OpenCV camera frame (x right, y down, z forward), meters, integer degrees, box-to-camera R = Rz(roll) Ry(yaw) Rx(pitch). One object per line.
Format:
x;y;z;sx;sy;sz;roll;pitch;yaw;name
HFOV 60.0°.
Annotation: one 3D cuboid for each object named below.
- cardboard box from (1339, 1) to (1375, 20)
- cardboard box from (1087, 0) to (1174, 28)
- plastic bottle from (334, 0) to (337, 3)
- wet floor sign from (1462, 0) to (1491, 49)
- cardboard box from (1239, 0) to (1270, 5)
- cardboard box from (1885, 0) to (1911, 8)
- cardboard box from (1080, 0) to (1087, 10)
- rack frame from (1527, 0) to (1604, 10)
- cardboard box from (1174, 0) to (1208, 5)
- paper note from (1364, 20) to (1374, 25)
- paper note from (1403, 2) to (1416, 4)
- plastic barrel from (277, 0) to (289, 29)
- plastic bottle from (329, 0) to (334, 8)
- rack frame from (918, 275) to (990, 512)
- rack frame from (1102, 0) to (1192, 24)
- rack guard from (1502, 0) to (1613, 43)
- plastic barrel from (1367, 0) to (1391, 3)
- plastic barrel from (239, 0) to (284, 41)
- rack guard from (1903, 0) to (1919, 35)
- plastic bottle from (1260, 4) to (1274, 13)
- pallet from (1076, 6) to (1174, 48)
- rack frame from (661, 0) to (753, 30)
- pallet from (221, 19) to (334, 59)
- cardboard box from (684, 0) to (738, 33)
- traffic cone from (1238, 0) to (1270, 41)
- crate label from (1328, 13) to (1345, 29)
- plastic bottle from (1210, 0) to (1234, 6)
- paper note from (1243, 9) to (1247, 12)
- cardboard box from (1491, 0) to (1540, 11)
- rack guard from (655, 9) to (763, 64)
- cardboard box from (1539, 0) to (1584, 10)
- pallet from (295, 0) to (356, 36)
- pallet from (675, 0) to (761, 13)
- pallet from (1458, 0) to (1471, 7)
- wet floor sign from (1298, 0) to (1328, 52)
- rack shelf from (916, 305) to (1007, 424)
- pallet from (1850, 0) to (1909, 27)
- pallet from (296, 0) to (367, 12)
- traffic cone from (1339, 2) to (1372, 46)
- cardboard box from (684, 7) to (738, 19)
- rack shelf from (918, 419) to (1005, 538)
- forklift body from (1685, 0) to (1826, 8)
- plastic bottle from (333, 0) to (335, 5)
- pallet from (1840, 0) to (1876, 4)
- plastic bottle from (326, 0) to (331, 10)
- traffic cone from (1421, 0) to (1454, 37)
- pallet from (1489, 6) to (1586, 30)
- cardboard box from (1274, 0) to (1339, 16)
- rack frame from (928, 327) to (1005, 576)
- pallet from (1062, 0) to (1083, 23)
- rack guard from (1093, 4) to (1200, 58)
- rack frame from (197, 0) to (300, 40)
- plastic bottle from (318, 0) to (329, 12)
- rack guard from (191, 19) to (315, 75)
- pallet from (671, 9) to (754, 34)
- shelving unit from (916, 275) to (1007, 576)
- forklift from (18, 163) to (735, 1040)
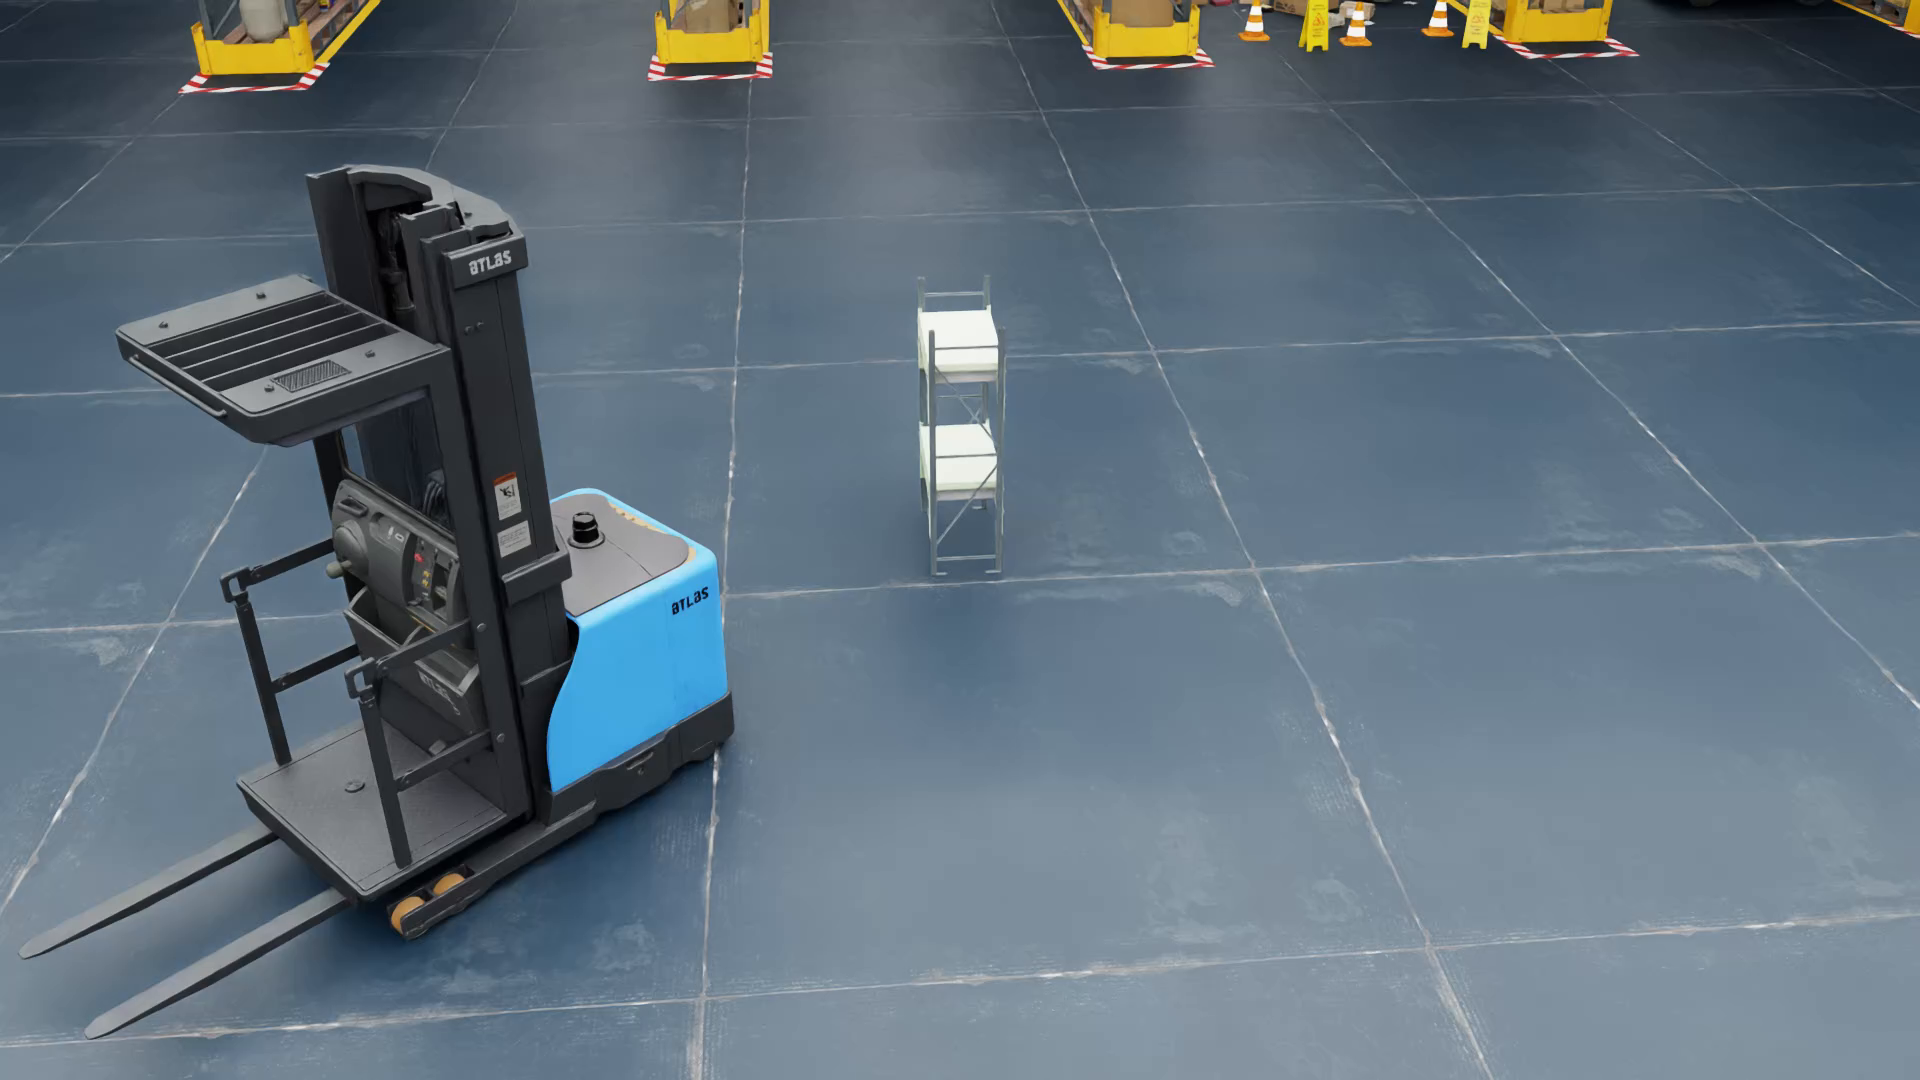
4.910;-6.550;20.570;0.380;0.149;0.250;13;33;21;cardboard box
1.995;-6.524;19.410;0.875;0.875;0.875;-3;31;-4;cardboard box
-7.655;-6.674;20.230;0.097;0.271;0.097;0;31;0;plastic bottle
5.996;-6.043;19.237;0.267;0.644;0.232;8;32;13;wet floor sign
3.745;-6.992;21.197;0.396;0.266;0.258;2;31;4;cardboard box
11.626;-6.666;20.257;0.500;0.250;0.500;-3;31;-4;cardboard box
1.911;-6.973;20.162;0.875;0.875;0.875;-3;31;-5;cardboard box
7.043;-7.202;18.882;1.000;3.000;0.127;-3;31;-5;rack frame
2.917;-7.140;21.213;0.500;0.500;0.500;2;31;4;cardboard box
4.973;-6.314;20.291;0.148;0.019;0.142;-14;33;-22;paper note
5.735;-6.848;21.185;0.142;0.019;0.148;-14;33;-22;paper note
-7.939;-6.190;19.205;0.421;0.512;0.421;0;31;0;plastic barrel
-7.617;-6.569;20.043;0.061;0.283;0.133;-2;31;-4;plastic bottle
-0.034;-0.827;9.673;0.400;1.500;0.023;-3;31;-5;rack frame
2.124;-6.913;18.398;1.000;3.000;0.127;-3;31;-5;rack frame
7.036;-6.167;19.588;1.175;0.500;0.348;-3;31;-5;rack guard
5.343;-7.078;21.186;0.512;0.421;0.421;20;36;29;plastic barrel
-7.892;-5.934;18.776;0.421;0.512;0.421;0;31;0;plastic barrel
11.987;-6.356;19.903;1.175;0.500;0.348;-3;31;-5;rack guard
3.806;-6.677;20.869;0.133;0.061;0.283;-14;33;-22;plastic bottle
1.972;-6.120;19.791;1.003;0.211;1.213;-3;31;-5;pallet
-2.823;-6.727;18.087;1.000;3.000;0.127;-3;31;-5;rack frame
-7.879;-5.744;19.161;1.003;0.211;1.213;-3;31;-5;pallet
-2.865;-6.154;19.155;0.500;0.500;0.500;3;31;5;cardboard box
3.489;-6.163;19.617;0.336;0.463;0.334;-3;31;-5;traffic cone
4.510;-6.302;20.167;0.250;0.136;0.298;-20;36;-30;crate label
3.336;-6.843;21.146;0.283;0.061;0.133;-14;33;-22;plastic bottle
3.565;-6.647;20.868;0.032;0.001;0.123;13;33;21;paper note
6.698;-6.614;20.169;0.500;0.250;0.500;-3;31;-5;cardboard box
-2.831;-5.692;18.793;1.175;0.500;0.348;-3;31;-5;rack guard
7.243;-6.627;20.191;0.500;0.250;0.500;-3;31;-5;cardboard box
-7.990;-6.365;20.201;1.003;0.211;1.213;-3;31;-5;pallet
-2.982;-6.606;20.604;1.003;0.211;1.213;-3;31;-5;pallet
6.885;-7.081;21.399;1.003;0.211;1.213;-3;31;-5;pallet
4.098;-5.982;19.136;0.267;0.644;0.232;-8;32;-13;wet floor sign
0.001;-0.976;9.160;0.431;0.370;0.720;-3;31;-5;rack shelf
11.872;-6.633;20.648;1.003;0.211;1.213;-3;31;-5;pallet
-8.107;-6.990;21.246;1.003;0.211;1.213;-3;31;-5;pallet
4.645;-6.043;19.417;0.336;0.463;0.334;-3;31;-5;traffic cone
-2.955;-6.457;19.663;0.500;0.500;0.500;5;31;8;cardboard box
0.001;-0.361;9.527;0.431;0.370;0.720;-3;31;-5;rack shelf
9.991;-7.958;20.975;2.313;2.155;1.214;-3;31;-5;forklift body
-7.646;-6.623;20.144;0.097;0.271;0.097;0;31;0;plastic bottle
11.761;-7.254;21.689;1.003;0.211;1.213;-3;31;-5;pallet
-7.624;-6.471;19.957;0.097;0.201;0.097;0;31;0;plastic bottle
5.719;-6.270;19.796;0.336;0.463;0.334;-3;31;-5;traffic cone
6.995;-6.460;20.359;1.003;0.211;1.213;-3;31;-5;pallet
4.359;-6.905;20.820;0.637;0.503;0.797;27;40;37;cardboard box
0.035;-0.454;9.047;0.400;1.500;0.023;-3;31;-5;rack frame
1.861;-6.742;20.831;1.003;0.211;1.213;-3;31;-5;pallet
2.127;-5.827;19.019;1.175;0.500;0.348;-3;31;-5;rack guard
-7.755;-6.490;17.690;1.000;3.000;0.127;-3;31;-5;rack frame
-7.614;-6.448;19.851;0.097;0.271;0.097;0;31;0;plastic bottle
-7.809;-5.453;18.392;1.175;0.500;0.348;-3;31;-5;rack guard
-2.871;-5.985;19.564;1.003;0.211;1.213;-3;31;-5;pallet
0.001;-0.640;9.360;0.431;1.500;0.755;-3;31;-5;shelving unit
-2.463;0.109;6.709;1.130;2.935;3.031;25;39;36;forklift
